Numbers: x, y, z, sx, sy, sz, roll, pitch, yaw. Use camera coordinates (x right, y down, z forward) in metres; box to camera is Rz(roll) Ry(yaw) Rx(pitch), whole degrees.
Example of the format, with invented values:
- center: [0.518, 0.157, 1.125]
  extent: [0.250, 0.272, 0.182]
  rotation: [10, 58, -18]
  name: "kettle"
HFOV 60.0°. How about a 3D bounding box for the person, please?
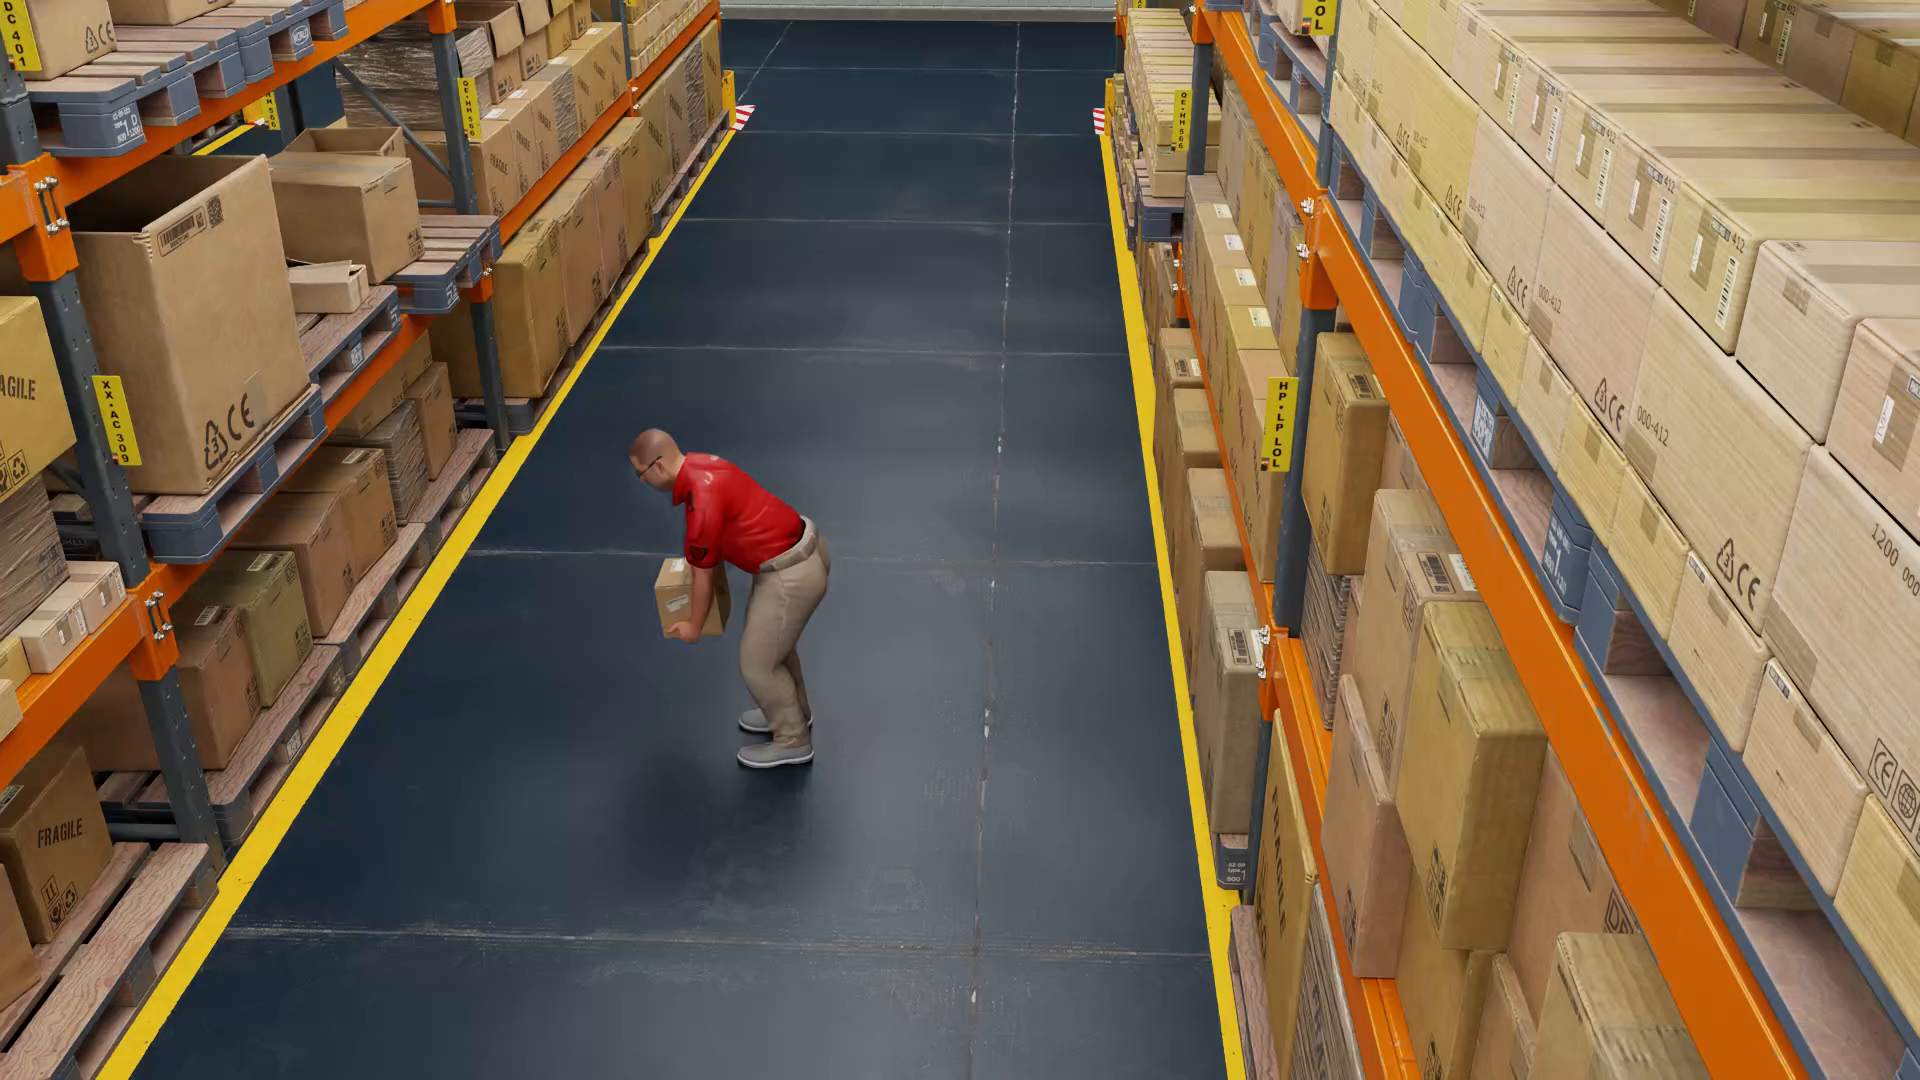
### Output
- center: [-0.932, 0.226, 6.961]
  extent: [0.779, 1.501, 0.476]
  rotation: [0, 28, 1]
  name: "person"
